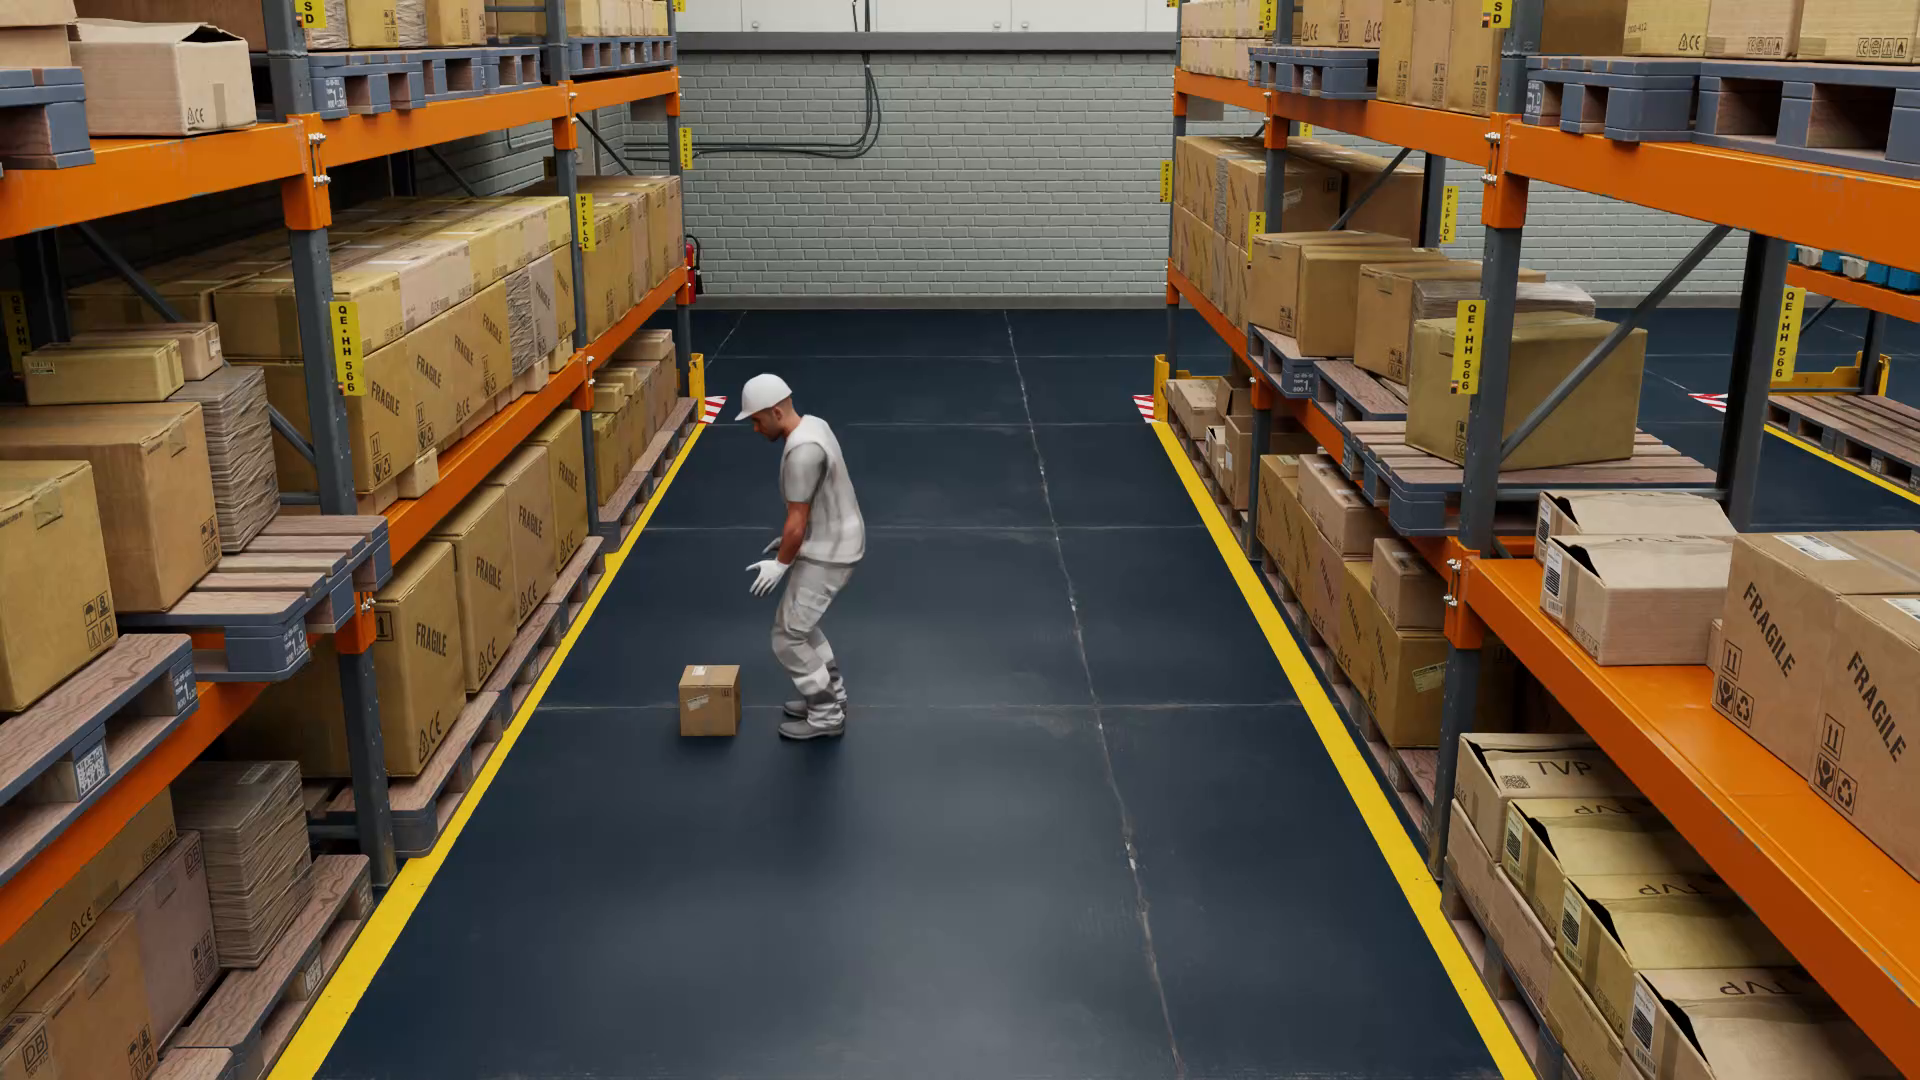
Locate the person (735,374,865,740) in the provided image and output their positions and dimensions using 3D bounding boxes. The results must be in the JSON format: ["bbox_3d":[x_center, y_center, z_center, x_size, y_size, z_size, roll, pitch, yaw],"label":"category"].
[{"bbox_3d":[-0.706,0.075,7.470,0.558,1.666,0.560,0,17,0],"label":"person"}]
